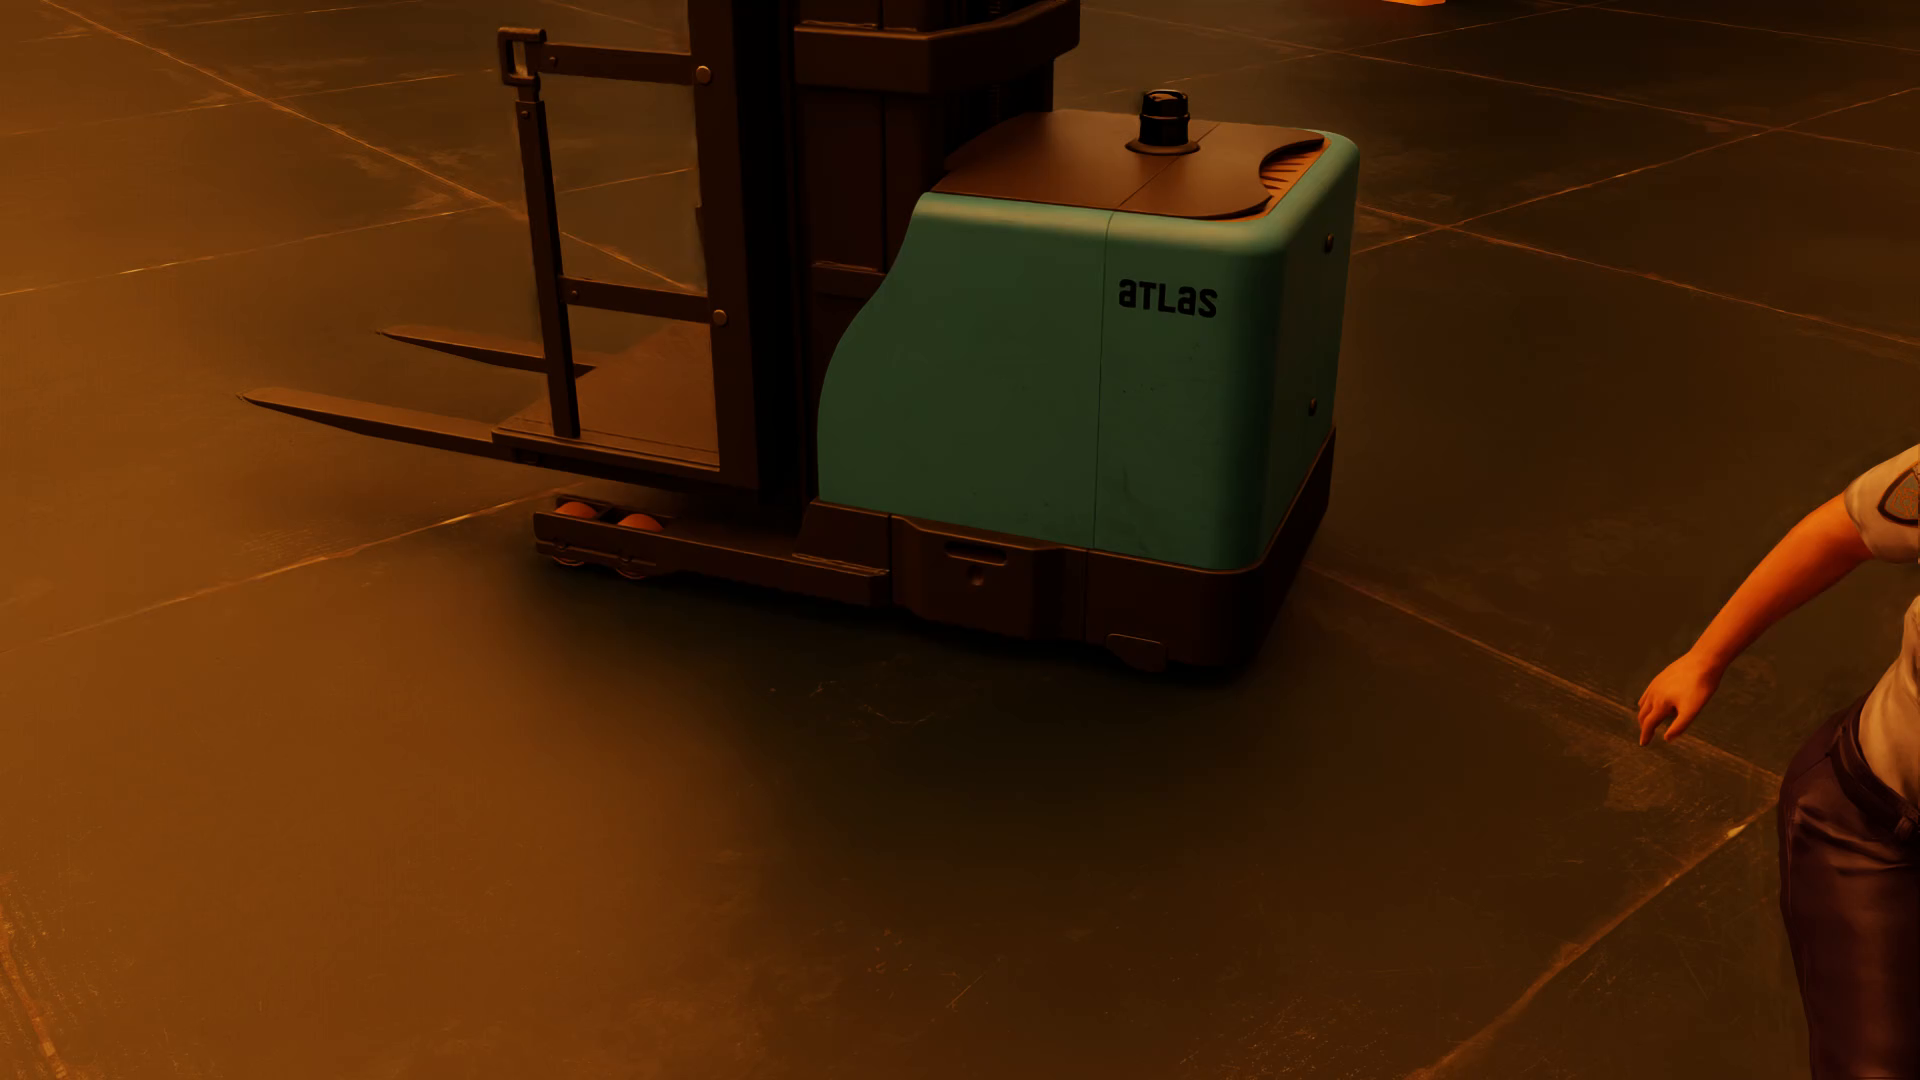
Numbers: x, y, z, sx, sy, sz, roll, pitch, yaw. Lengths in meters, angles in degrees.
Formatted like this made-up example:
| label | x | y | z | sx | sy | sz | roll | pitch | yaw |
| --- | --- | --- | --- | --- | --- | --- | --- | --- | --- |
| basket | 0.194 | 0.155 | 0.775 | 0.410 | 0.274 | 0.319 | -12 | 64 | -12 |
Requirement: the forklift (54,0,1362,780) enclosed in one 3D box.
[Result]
| label | x | y | z | sx | sy | sz | roll | pitch | yaw |
| --- | --- | --- | --- | --- | --- | --- | --- | --- | --- |
| forklift | -0.511 | -1.158 | 3.537 | 3.031 | 2.935 | 1.130 | -16 | 31 | -29 |
